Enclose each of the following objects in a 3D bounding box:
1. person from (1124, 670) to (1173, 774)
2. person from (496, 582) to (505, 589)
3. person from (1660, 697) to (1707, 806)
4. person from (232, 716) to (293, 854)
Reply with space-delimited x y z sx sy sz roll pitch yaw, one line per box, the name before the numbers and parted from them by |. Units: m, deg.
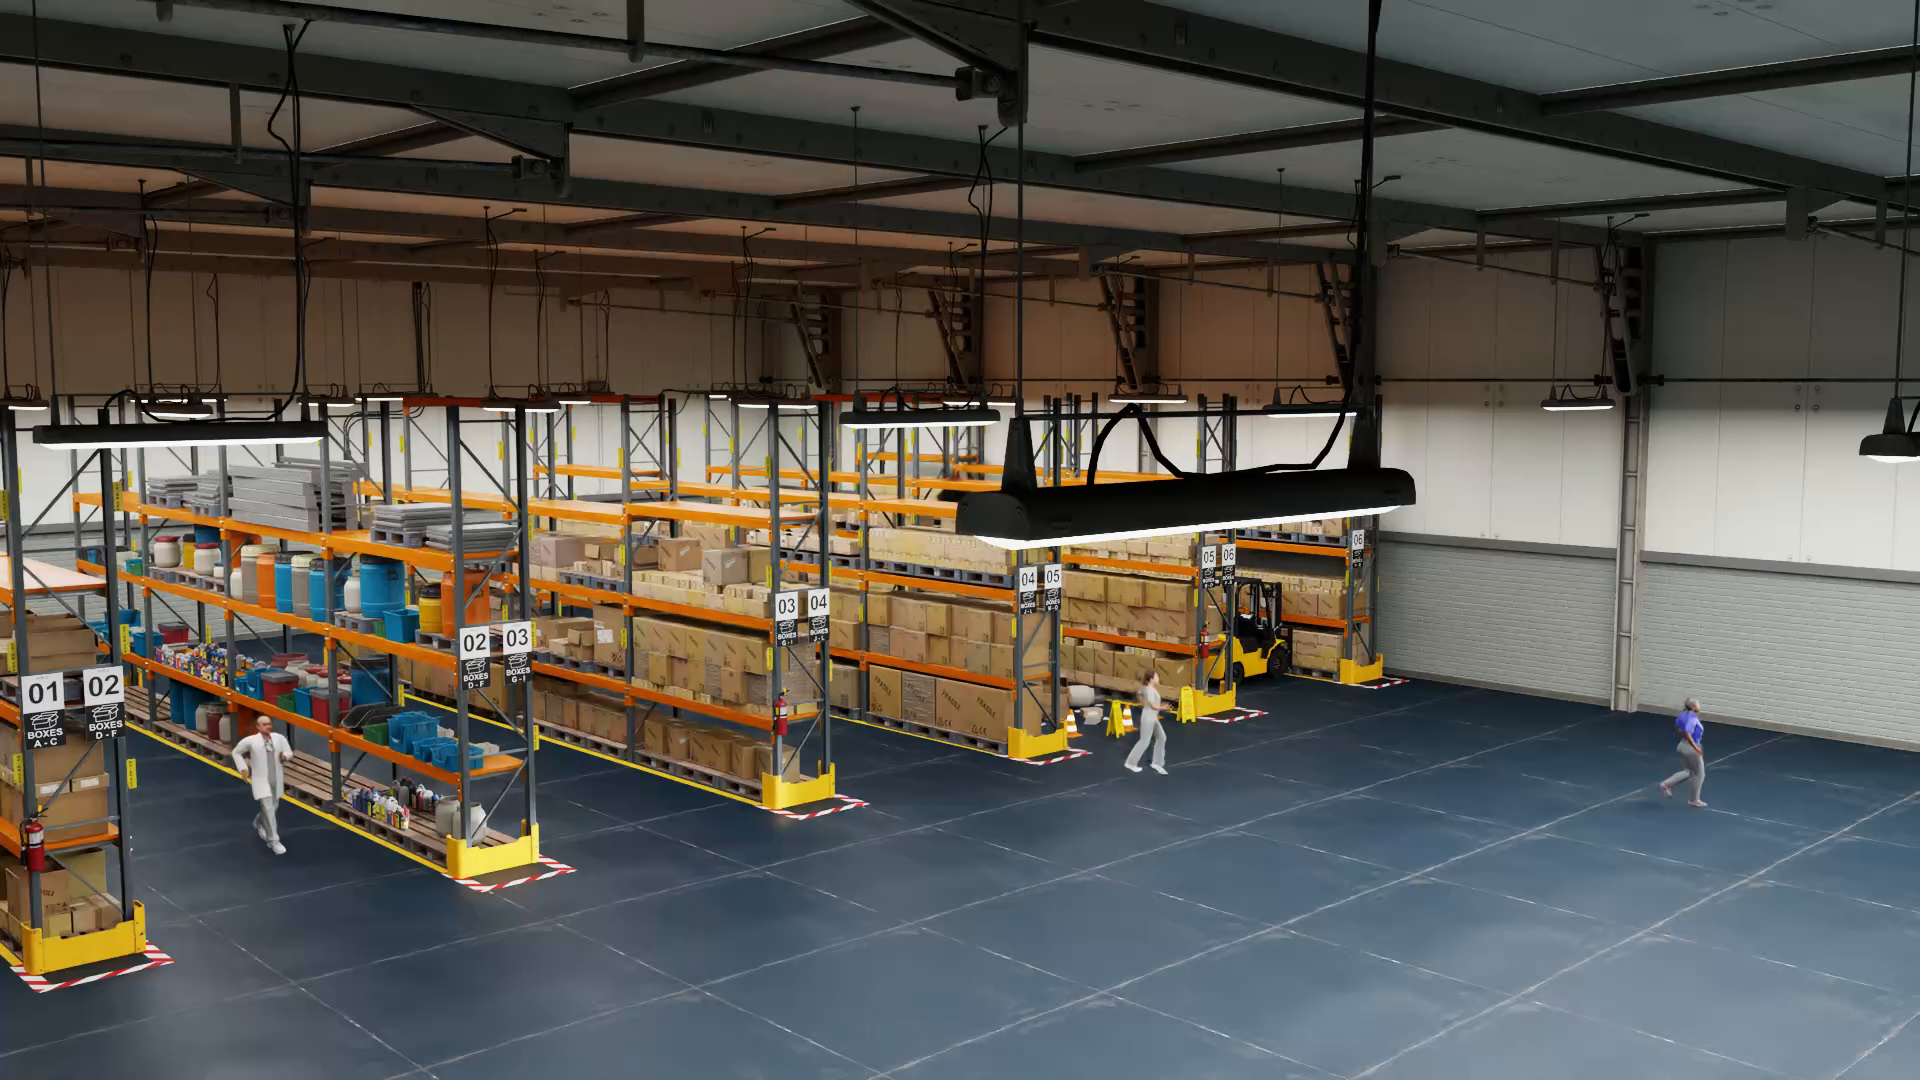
person | 3.022 2.929 26.665 0.761 1.732 0.577 1 6 8
person | -10.945 1.619 40.032 0.728 1.753 0.847 3 6 26
person | 10.767 3.152 24.685 0.726 1.638 0.576 0 6 -3
person | -9.340 3.252 22.409 1.042 1.784 0.695 5 7 40
